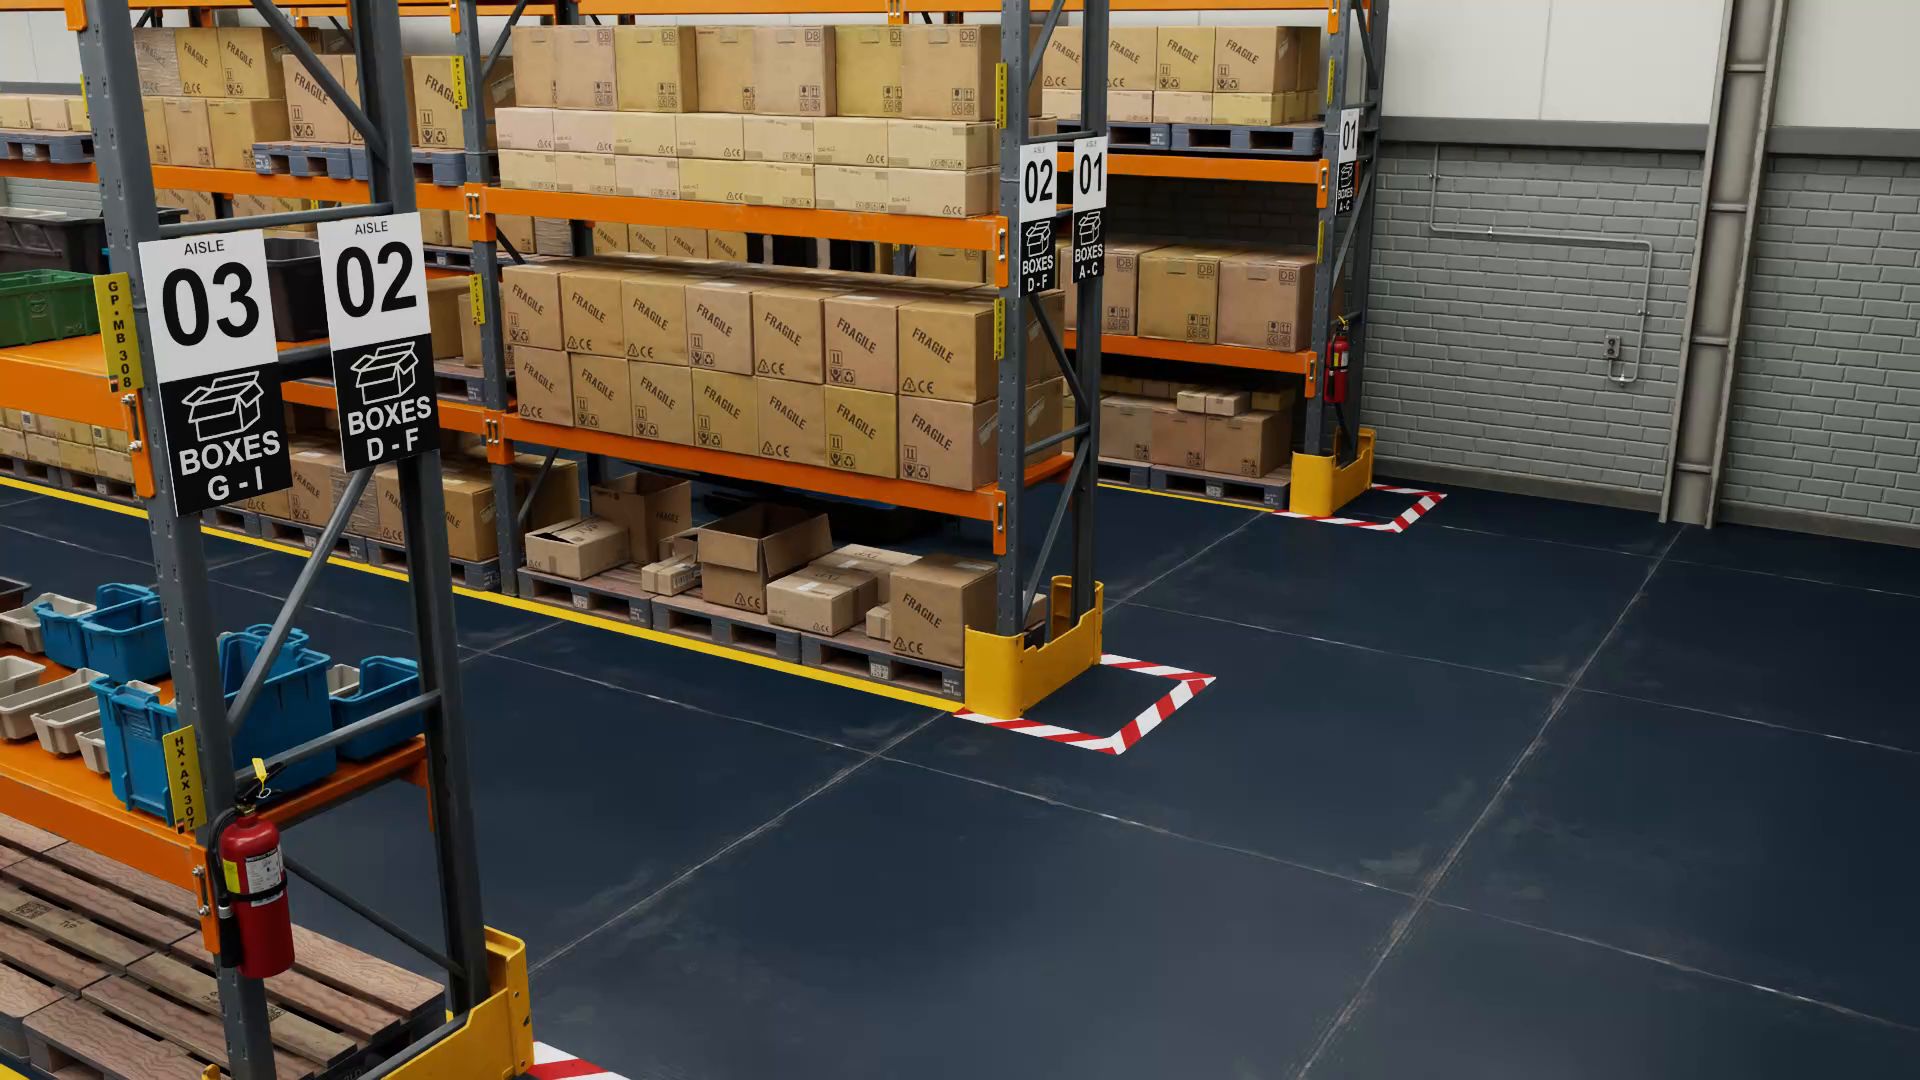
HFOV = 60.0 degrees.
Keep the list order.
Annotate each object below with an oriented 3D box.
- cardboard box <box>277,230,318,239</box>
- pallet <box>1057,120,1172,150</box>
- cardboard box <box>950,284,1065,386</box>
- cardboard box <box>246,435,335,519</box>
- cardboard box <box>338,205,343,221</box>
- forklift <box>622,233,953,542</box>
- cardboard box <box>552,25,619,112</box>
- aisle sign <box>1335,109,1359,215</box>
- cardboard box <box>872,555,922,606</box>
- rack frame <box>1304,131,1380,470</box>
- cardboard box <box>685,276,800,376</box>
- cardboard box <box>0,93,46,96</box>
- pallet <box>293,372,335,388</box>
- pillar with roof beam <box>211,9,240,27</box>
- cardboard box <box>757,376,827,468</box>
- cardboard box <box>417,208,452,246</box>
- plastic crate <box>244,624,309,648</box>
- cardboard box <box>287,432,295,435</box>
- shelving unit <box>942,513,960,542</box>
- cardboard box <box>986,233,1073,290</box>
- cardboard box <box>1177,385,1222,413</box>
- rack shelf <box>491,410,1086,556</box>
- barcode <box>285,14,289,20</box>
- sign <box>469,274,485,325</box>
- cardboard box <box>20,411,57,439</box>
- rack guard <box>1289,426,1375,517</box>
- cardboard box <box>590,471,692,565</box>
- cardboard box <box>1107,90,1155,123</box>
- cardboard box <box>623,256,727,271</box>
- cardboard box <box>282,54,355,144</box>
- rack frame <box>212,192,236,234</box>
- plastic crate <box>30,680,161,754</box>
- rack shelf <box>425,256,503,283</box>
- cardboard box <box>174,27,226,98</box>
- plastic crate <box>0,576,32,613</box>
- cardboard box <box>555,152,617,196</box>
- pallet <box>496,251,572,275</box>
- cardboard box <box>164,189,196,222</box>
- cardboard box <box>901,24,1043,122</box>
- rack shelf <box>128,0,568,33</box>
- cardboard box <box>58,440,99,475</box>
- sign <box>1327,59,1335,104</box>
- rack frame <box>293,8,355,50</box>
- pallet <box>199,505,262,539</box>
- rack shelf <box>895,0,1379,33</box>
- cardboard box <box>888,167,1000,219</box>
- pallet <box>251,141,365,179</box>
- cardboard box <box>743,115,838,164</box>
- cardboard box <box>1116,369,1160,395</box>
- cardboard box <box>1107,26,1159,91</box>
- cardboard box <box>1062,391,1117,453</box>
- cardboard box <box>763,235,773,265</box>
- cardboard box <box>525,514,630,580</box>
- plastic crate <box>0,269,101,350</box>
[{"bbox_3d":[-7.678,-3.546,19.618,0.500,0.250,0.500,10,20,30],"label":"cardboard box"},{"bbox_3d":[1.428,-3.474,14.150,1.213,0.211,1.003,10,20,30],"label":"pallet"},{"bbox_3d":[0.280,-1.218,9.836,0.500,0.500,0.500,11,20,32],"label":"cardboard box"},{"bbox_3d":[-5.184,-0.494,12.891,0.500,0.500,0.500,10,19,29],"label":"cardboard box"},{"bbox_3d":[-7.407,-4.031,19.924,0.500,0.500,0.500,10,19,29],"label":"cardboard box"},{"bbox_3d":[-1.484,-1.701,13.438,3.031,2.935,1.130,11,20,33],"label":"forklift"},{"bbox_3d":[-2.102,-2.953,10.388,0.500,0.500,0.700,10,20,30],"label":"cardboard box"},{"bbox_3d":[3.014,-2.945,12.941,0.004,0.787,0.394,10,20,30],"label":"aisle sign"},{"bbox_3d":[-0.221,0.318,10.649,0.500,0.250,0.500,10,20,30],"label":"cardboard box"},{"bbox_3d":[3.110,-1.786,13.600,0.127,3.000,1.000,10,20,30],"label":"rack frame"},{"bbox_3d":[-1.316,-1.317,10.163,0.500,0.500,0.500,11,20,32],"label":"cardboard box"},{"bbox_3d":[-8.108,-3.642,14.086,0.500,0.250,0.500,8,19,25],"label":"cardboard box"},{"bbox_3d":[-4.637,-1.389,12.623,1.213,0.211,1.003,10,20,30],"label":"pallet"},{"bbox_3d":[-11.728,-6.132,17.585,0.400,9.000,9.100,10,20,30],"label":"pillar with roof beam"},{"bbox_3d":[-0.870,-0.762,10.058,0.500,0.500,0.500,10,20,30],"label":"cardboard box"},{"bbox_3d":[-5.650,-3.605,18.658,0.500,0.500,0.700,13,21,38],"label":"cardboard box"},{"bbox_3d":[-2.674,0.500,6.260,0.300,0.233,0.416,10,20,30],"label":"plastic crate"},{"bbox_3d":[-5.377,-0.706,13.588,0.500,0.500,0.500,11,20,32],"label":"cardboard box"},{"bbox_3d":[0.141,-0.549,12.624,0.503,1.200,0.258,10,20,30],"label":"shelving unit"},{"bbox_3d":[0.774,-2.339,14.904,0.700,0.700,0.980,10,19,29],"label":"cardboard box"},{"bbox_3d":[2.038,-1.196,14.120,0.250,0.149,0.380,11,20,32],"label":"cardboard box"},{"bbox_3d":[-1.184,-0.519,10.665,4.000,0.370,1.077,10,20,30],"label":"rack shelf"},{"bbox_3d":[-8.075,-6.273,19.943,0.075,0.075,0.001,10,20,30],"label":"barcode"},{"bbox_3d":[-3.175,-1.583,10.940,0.005,0.325,0.100,10,20,30],"label":"sign"},{"bbox_3d":[-7.747,-1.103,14.394,0.500,0.311,0.500,10,20,30],"label":"cardboard box"},{"bbox_3d":[3.130,-0.586,13.951,0.348,0.500,1.175,10,20,30],"label":"rack guard"},{"bbox_3d":[-2.254,-0.165,11.807,0.500,0.500,0.500,10,20,30],"label":"cardboard box"},{"bbox_3d":[1.457,-3.601,13.777,0.500,0.250,0.500,9,19,28],"label":"cardboard box"},{"bbox_3d":[-1.884,-1.603,11.106,0.500,0.500,0.500,10,19,29],"label":"cardboard box"},{"bbox_3d":[-4.417,-3.196,12.014,0.600,0.600,0.600,9,19,28],"label":"cardboard box"},{"bbox_3d":[-6.297,-1.775,13.565,0.127,3.000,1.000,10,20,30],"label":"rack frame"},{"bbox_3d":[-3.104,0.638,5.970,0.243,0.136,0.396,10,20,30],"label":"plastic crate"},{"bbox_3d":[-5.412,-2.963,18.712,4.000,0.370,1.077,10,20,30],"label":"rack shelf"},{"bbox_3d":[-5.494,-3.591,12.490,0.500,0.500,0.500,10,20,30],"label":"cardboard box"},{"bbox_3d":[-4.389,0.266,7.215,0.590,0.125,0.437,10,20,30],"label":"plastic crate"},{"bbox_3d":[-2.179,-2.318,10.449,0.500,0.250,0.500,10,20,30],"label":"cardboard box"},{"bbox_3d":[-4.370,-2.993,17.904,1.003,0.211,1.213,10,20,30],"label":"pallet"},{"bbox_3d":[-9.422,-4.211,20.518,0.500,0.500,0.500,9,19,28],"label":"cardboard box"},{"bbox_3d":[0.074,-2.594,9.207,0.500,0.500,0.700,10,20,30],"label":"cardboard box"},{"bbox_3d":[-4.592,-3.806,11.854,4.000,0.370,1.077,10,20,30],"label":"rack shelf"},{"bbox_3d":[-7.314,-0.758,14.224,0.500,0.250,0.500,10,19,29],"label":"cardboard box"},{"bbox_3d":[2.814,-3.475,12.611,0.005,0.325,0.100,10,20,30],"label":"sign"},{"bbox_3d":[-7.116,-6.482,18.737,0.127,3.000,1.000,10,20,30],"label":"rack frame"},{"bbox_3d":[-5.680,-0.318,13.566,1.213,0.211,1.003,10,20,30],"label":"pallet"},{"bbox_3d":[1.405,-4.425,13.892,4.000,0.370,1.077,10,20,30],"label":"rack shelf"},{"bbox_3d":[-0.055,-1.935,9.187,0.500,0.250,0.500,10,20,30],"label":"cardboard box"},{"bbox_3d":[-4.292,-2.786,12.054,1.003,0.211,1.213,10,20,30],"label":"pallet"},{"bbox_3d":[-0.901,-2.329,9.625,0.500,0.250,0.500,10,20,30],"label":"cardboard box"},{"bbox_3d":[1.591,-1.406,14.811,0.250,0.149,0.380,10,20,31],"label":"cardboard box"},{"bbox_3d":[1.474,-3.957,13.659,0.500,0.500,0.500,9,19,28],"label":"cardboard box"},{"bbox_3d":[1.147,-1.104,14.934,0.500,0.500,0.700,11,20,31],"label":"cardboard box"},{"bbox_3d":[-1.688,-2.756,16.074,0.500,0.500,0.500,10,20,30],"label":"cardboard box"},{"bbox_3d":[-2.644,0.026,11.502,0.500,0.311,0.500,10,20,30],"label":"cardboard box"},{"bbox_3d":[-3.065,-0.746,5.378,0.336,0.188,0.450,10,20,30],"label":"plastic crate"}]
